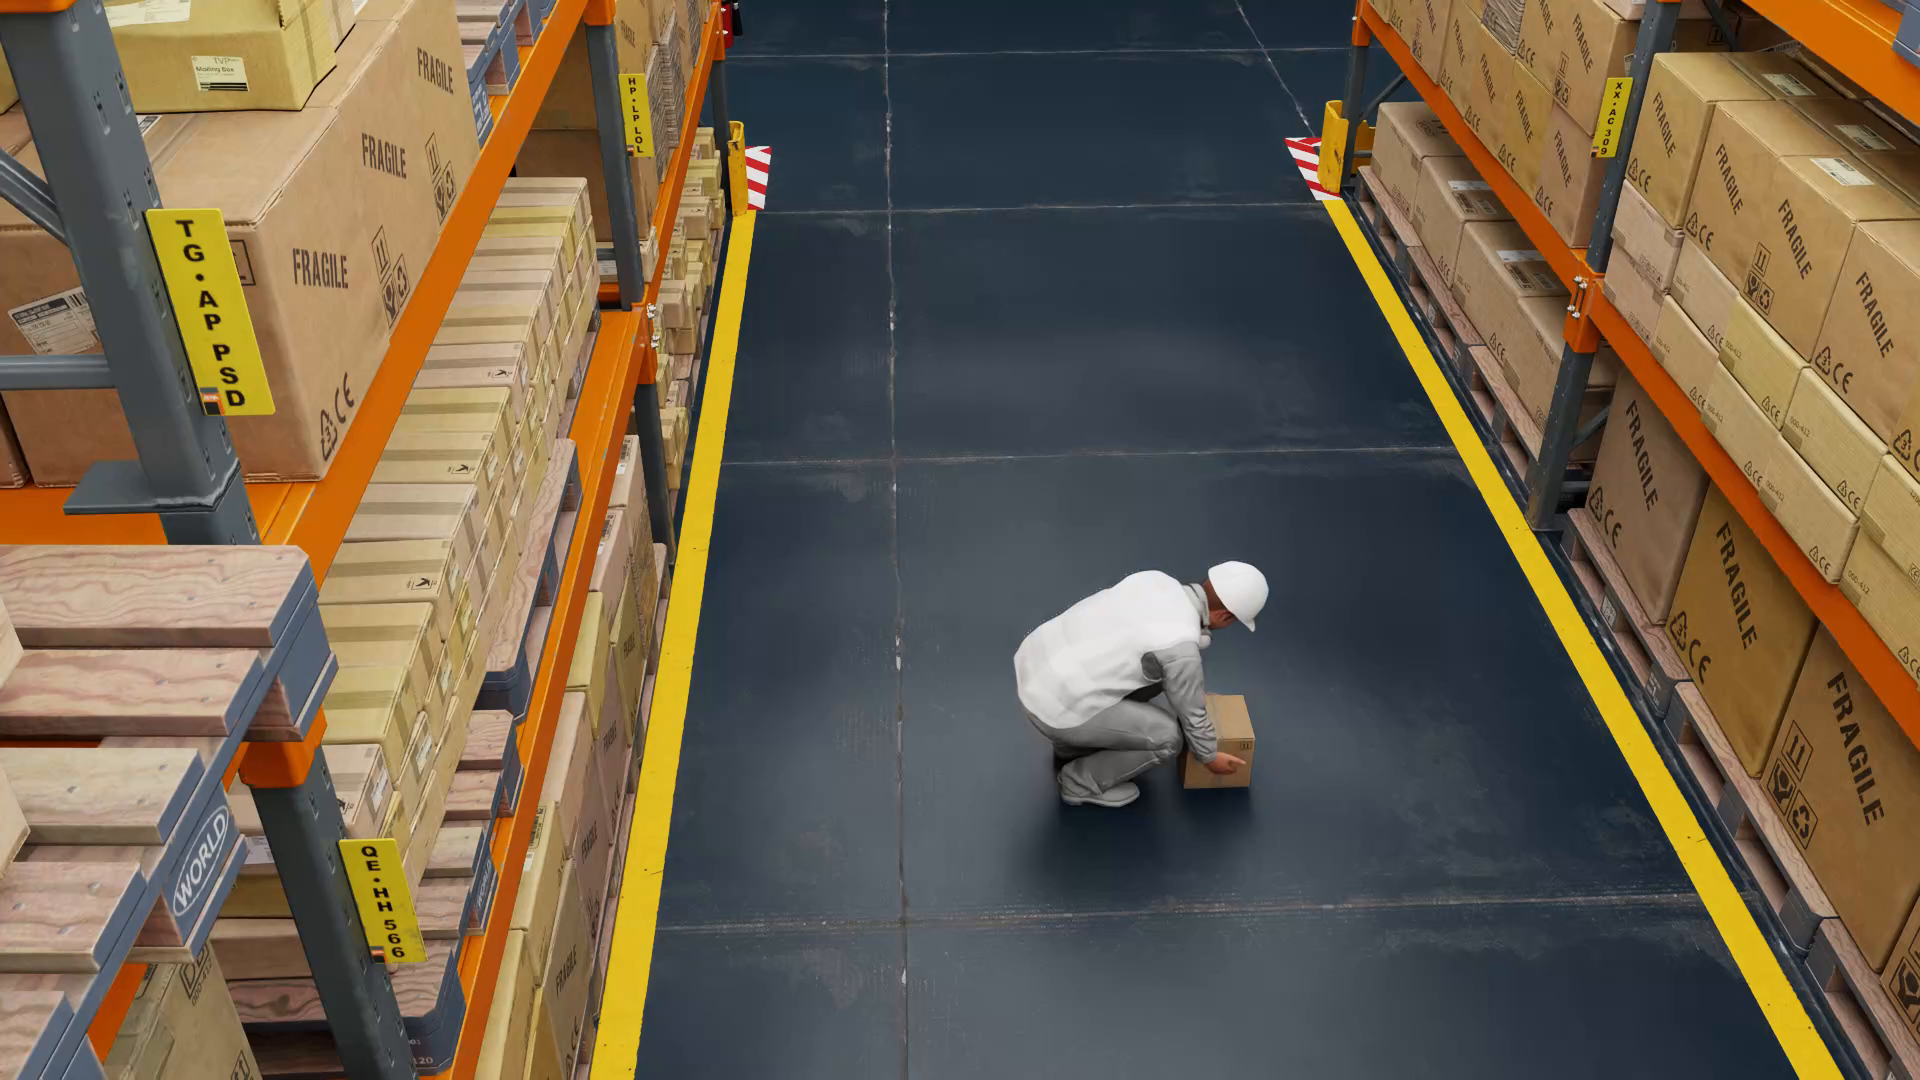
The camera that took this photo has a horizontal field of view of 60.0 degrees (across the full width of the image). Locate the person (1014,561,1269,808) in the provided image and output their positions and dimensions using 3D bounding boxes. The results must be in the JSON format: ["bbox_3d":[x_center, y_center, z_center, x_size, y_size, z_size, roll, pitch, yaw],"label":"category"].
[{"bbox_3d":[0.659,0.507,6.152,0.913,0.916,0.540,-2,35,-2],"label":"person"}]
